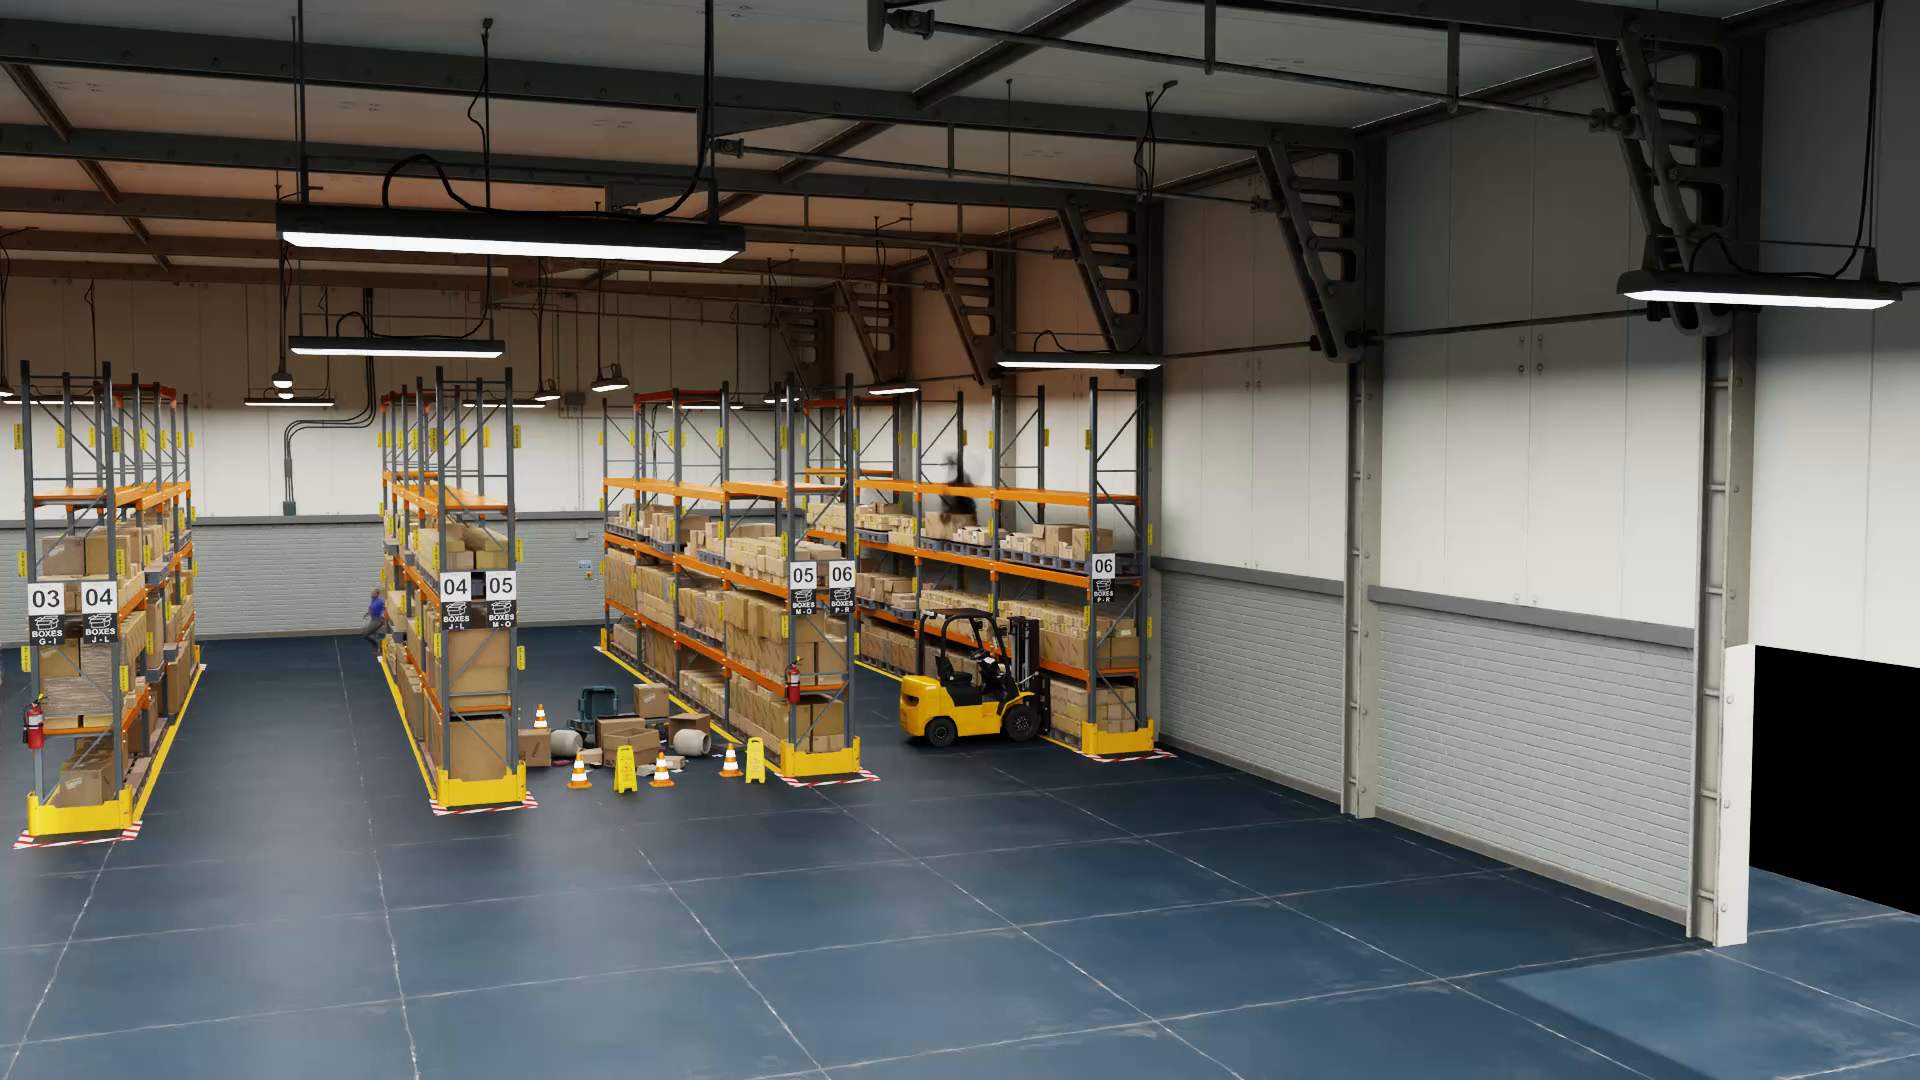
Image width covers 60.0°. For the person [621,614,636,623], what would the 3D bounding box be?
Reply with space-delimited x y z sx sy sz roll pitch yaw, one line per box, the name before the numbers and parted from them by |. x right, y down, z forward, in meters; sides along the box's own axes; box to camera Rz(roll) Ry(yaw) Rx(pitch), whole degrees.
person | -8.083 1.746 41.001 0.621 1.541 0.529 0 3 8

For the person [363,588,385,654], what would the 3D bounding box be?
person | -13.596 1.902 38.700 0.606 1.568 0.731 -3 4 -37

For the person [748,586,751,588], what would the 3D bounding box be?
person | -4.750 1.904 37.039 0.634 1.783 0.690 -2 4 -31
